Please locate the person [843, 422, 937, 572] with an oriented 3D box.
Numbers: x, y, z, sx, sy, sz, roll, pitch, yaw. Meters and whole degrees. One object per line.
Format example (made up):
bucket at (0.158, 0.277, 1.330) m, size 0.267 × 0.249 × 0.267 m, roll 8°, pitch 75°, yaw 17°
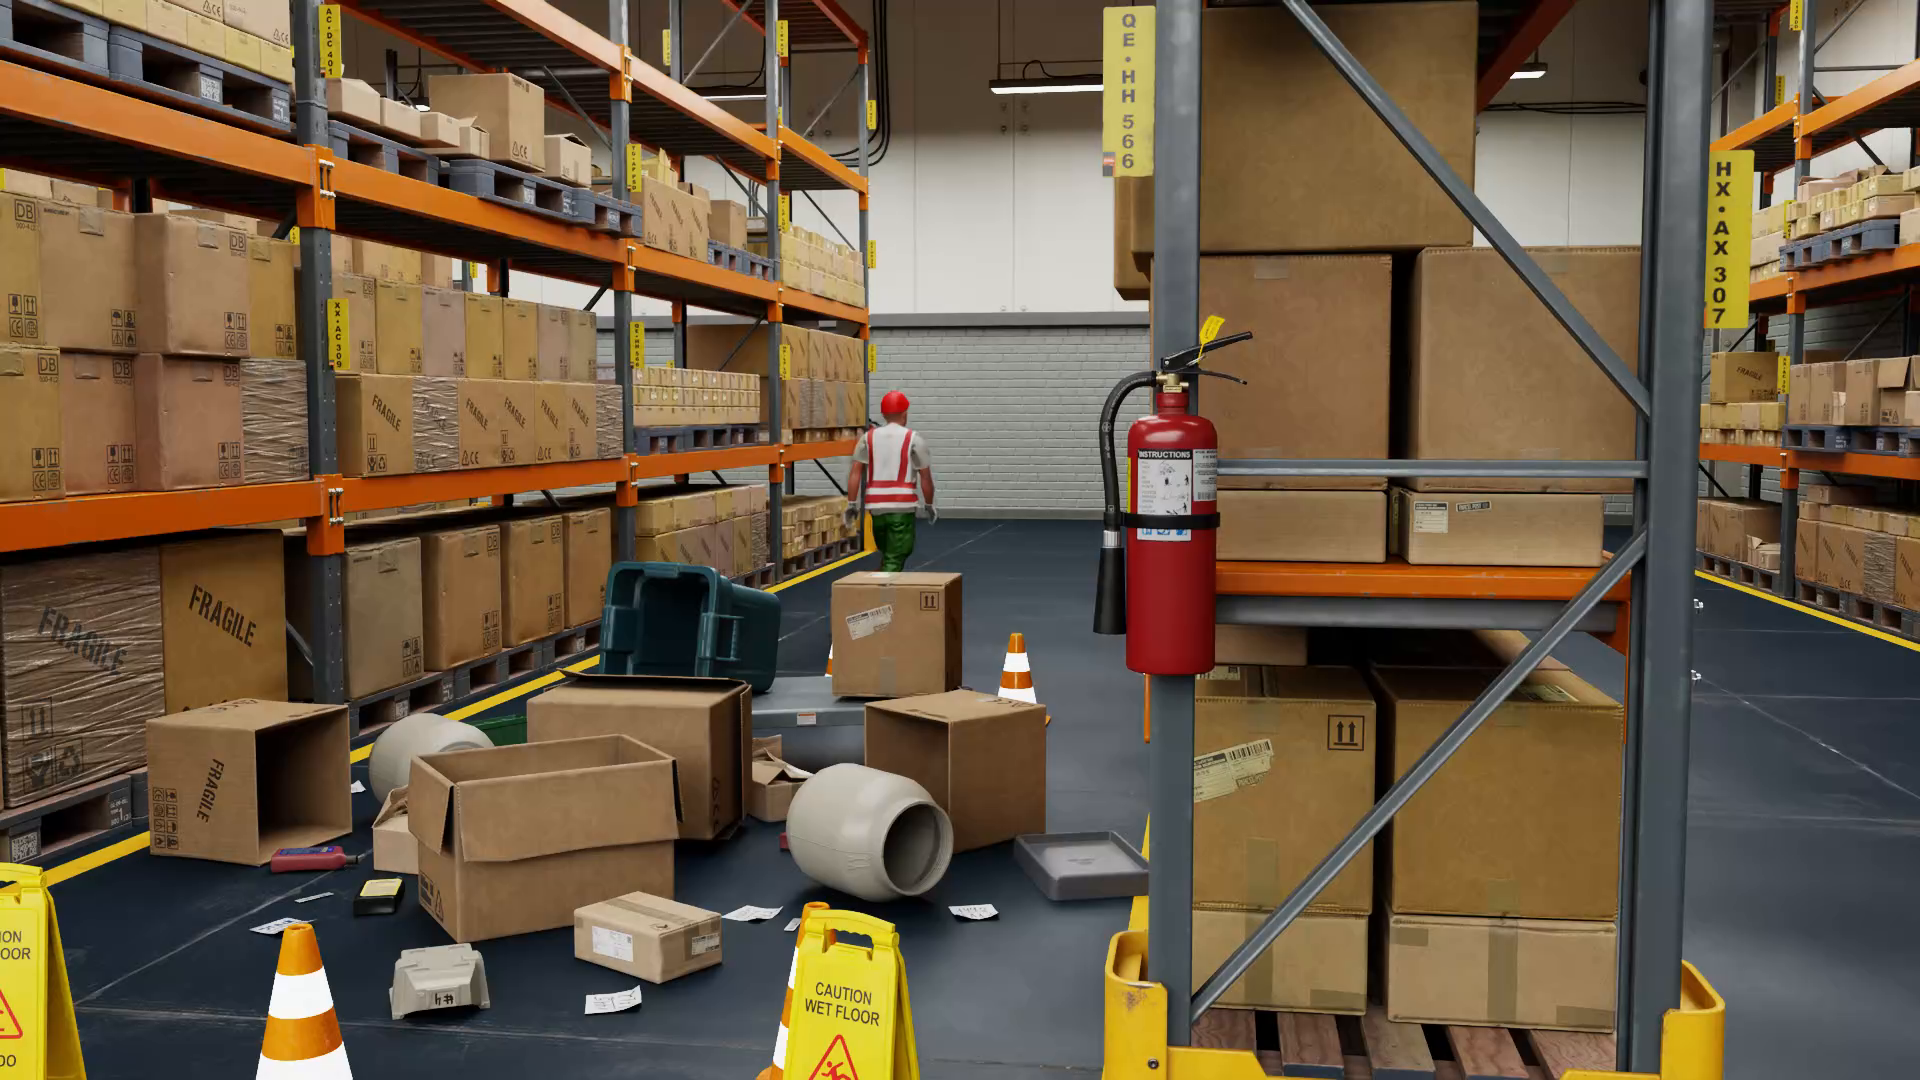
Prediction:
person at (-0.521, -0.075, 12.188) m, size 0.638 × 1.574 × 0.618 m, roll 2°, pitch 5°, yaw 23°
